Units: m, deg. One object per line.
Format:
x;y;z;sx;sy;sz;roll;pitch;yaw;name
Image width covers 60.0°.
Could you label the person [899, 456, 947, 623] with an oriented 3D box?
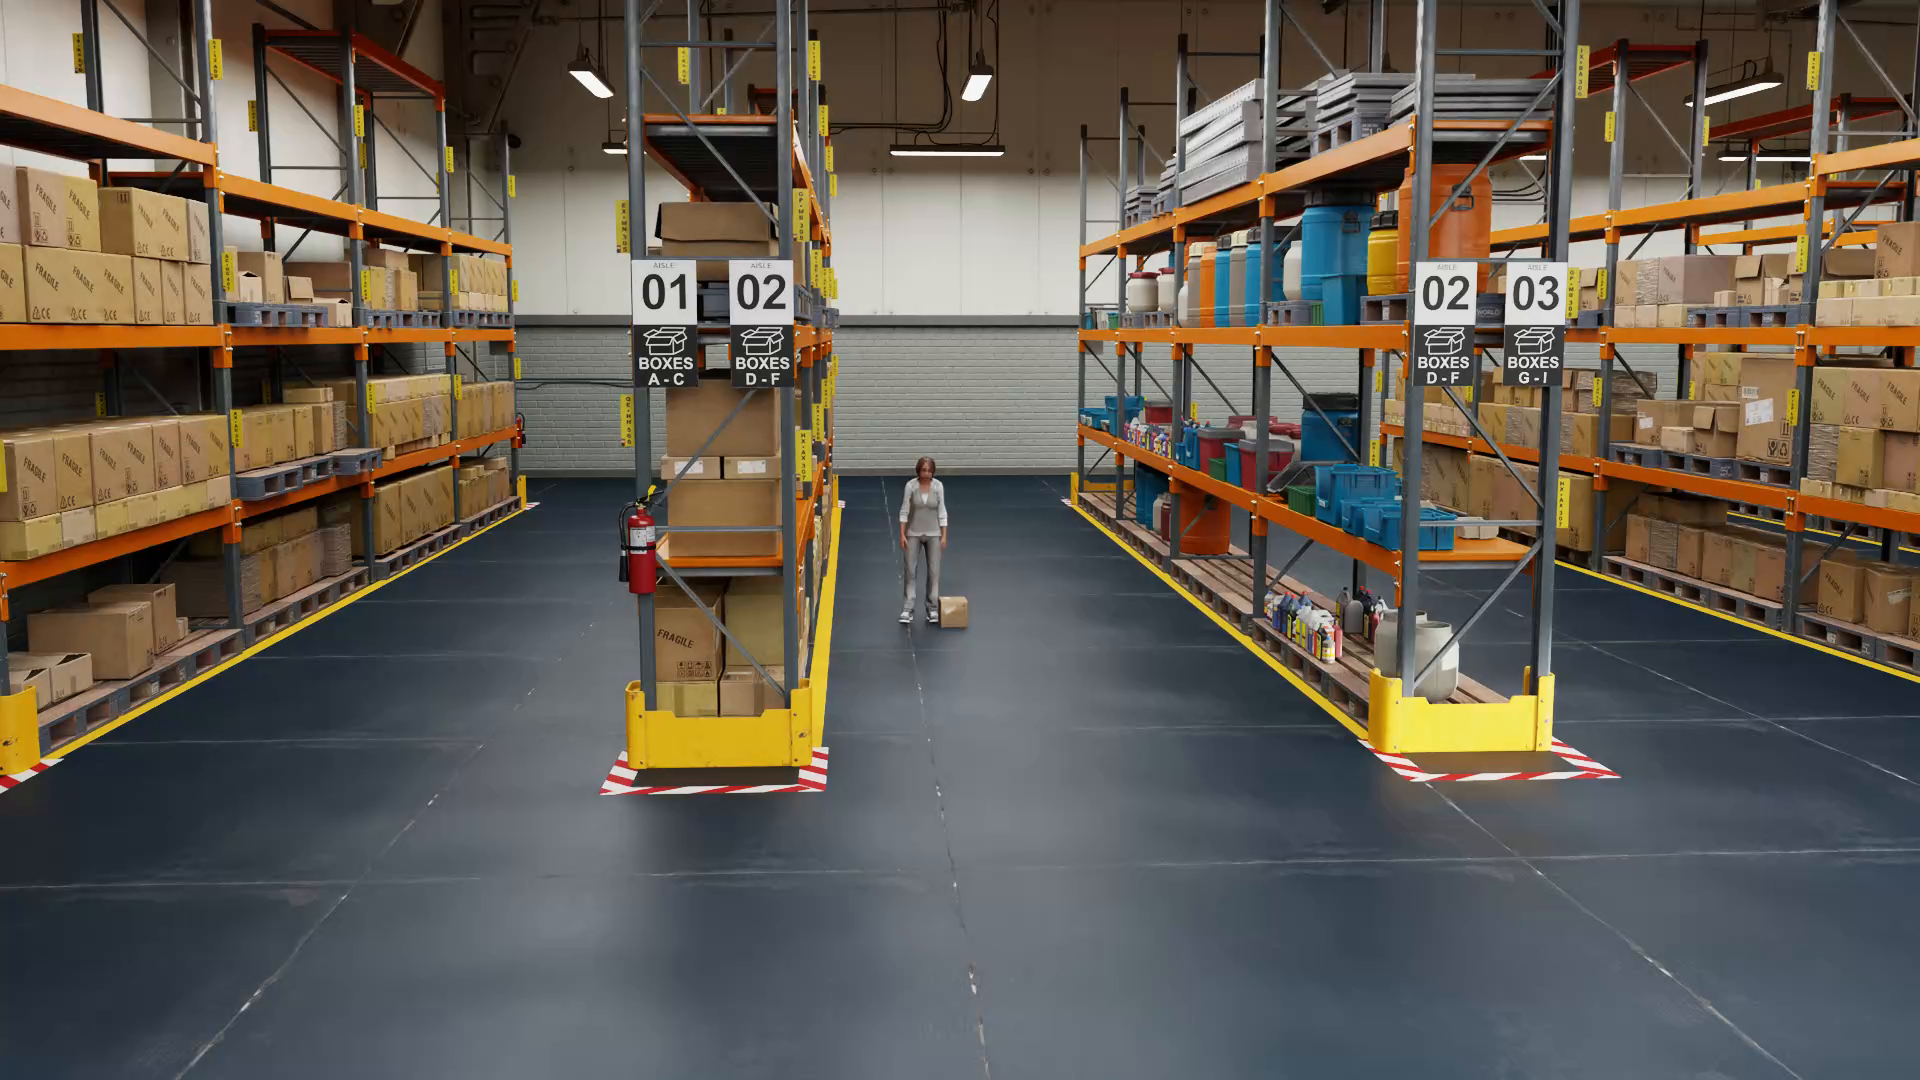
-0.354;-0.010;15.894;0.475;1.591;0.346;-1;7;-6;person
